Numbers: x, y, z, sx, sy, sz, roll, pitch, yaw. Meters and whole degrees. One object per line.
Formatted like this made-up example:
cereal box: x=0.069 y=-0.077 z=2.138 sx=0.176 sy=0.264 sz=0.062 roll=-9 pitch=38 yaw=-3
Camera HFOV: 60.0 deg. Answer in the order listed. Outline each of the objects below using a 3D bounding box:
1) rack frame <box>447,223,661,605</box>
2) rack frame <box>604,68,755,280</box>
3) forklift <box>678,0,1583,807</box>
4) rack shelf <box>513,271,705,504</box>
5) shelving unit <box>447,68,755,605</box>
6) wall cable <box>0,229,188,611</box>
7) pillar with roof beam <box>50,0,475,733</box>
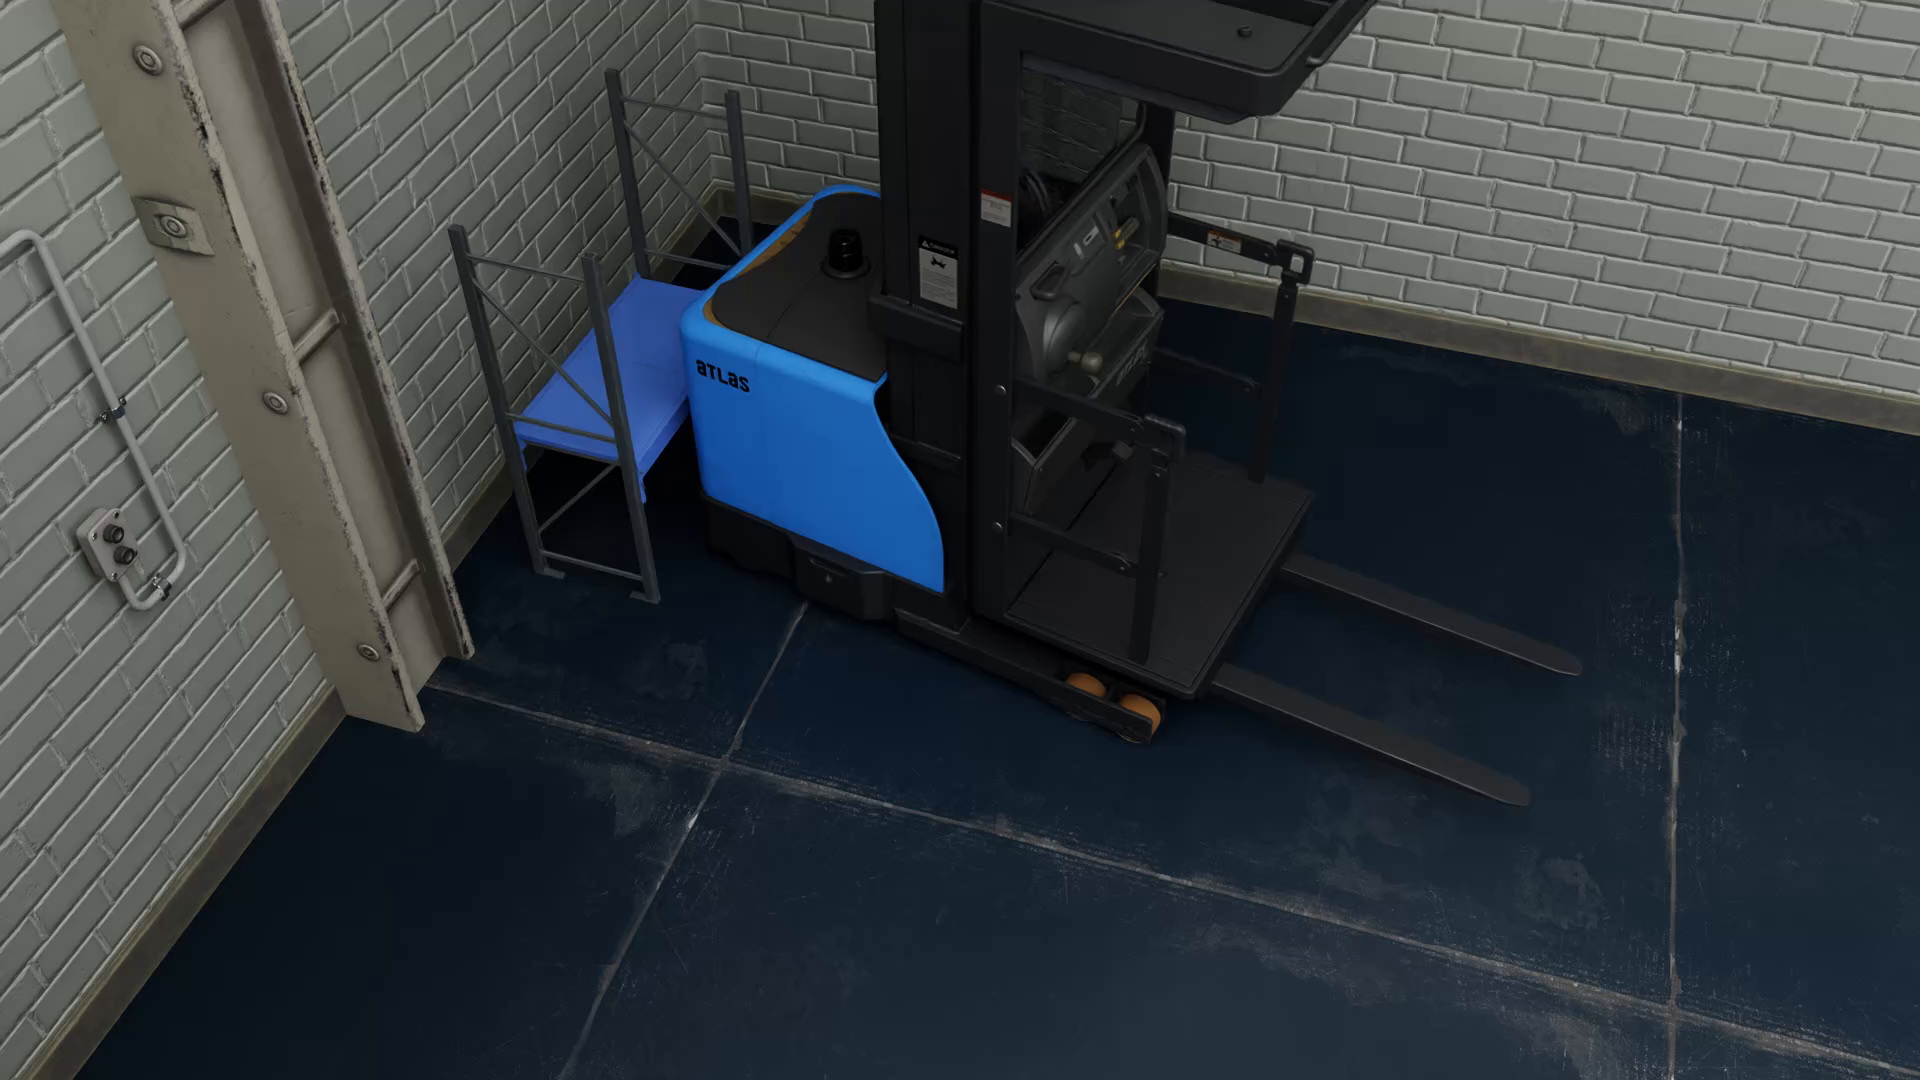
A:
rack frame: x=-1.326 y=-0.369 z=5.555 sx=0.500 sy=1.500 sz=0.032 roll=14 pitch=46 yaw=14
rack frame: x=-0.993 y=-1.041 z=6.241 sx=0.500 sy=1.500 sz=0.032 roll=14 pitch=46 yaw=14
forklift: x=0.586 y=-0.798 z=4.970 sx=3.031 sy=2.935 sz=1.130 roll=22 pitch=48 yaw=21
rack shelf: x=-1.160 y=-0.576 z=6.024 sx=0.538 sy=0.185 sz=1.000 roll=14 pitch=46 yaw=14
shelving unit: x=-1.160 y=-0.705 z=5.898 sx=0.538 sy=1.500 sz=1.048 roll=14 pitch=46 yaw=14
wall cable: x=-2.417 y=-0.022 z=3.402 sx=0.084 sy=1.984 sz=1.851 roll=13 pitch=46 yaw=13
pillar with roof beam: x=2.193 y=-1.821 z=1.677 sx=9.100 sy=9.000 sz=0.400 roll=13 pitch=46 yaw=13
